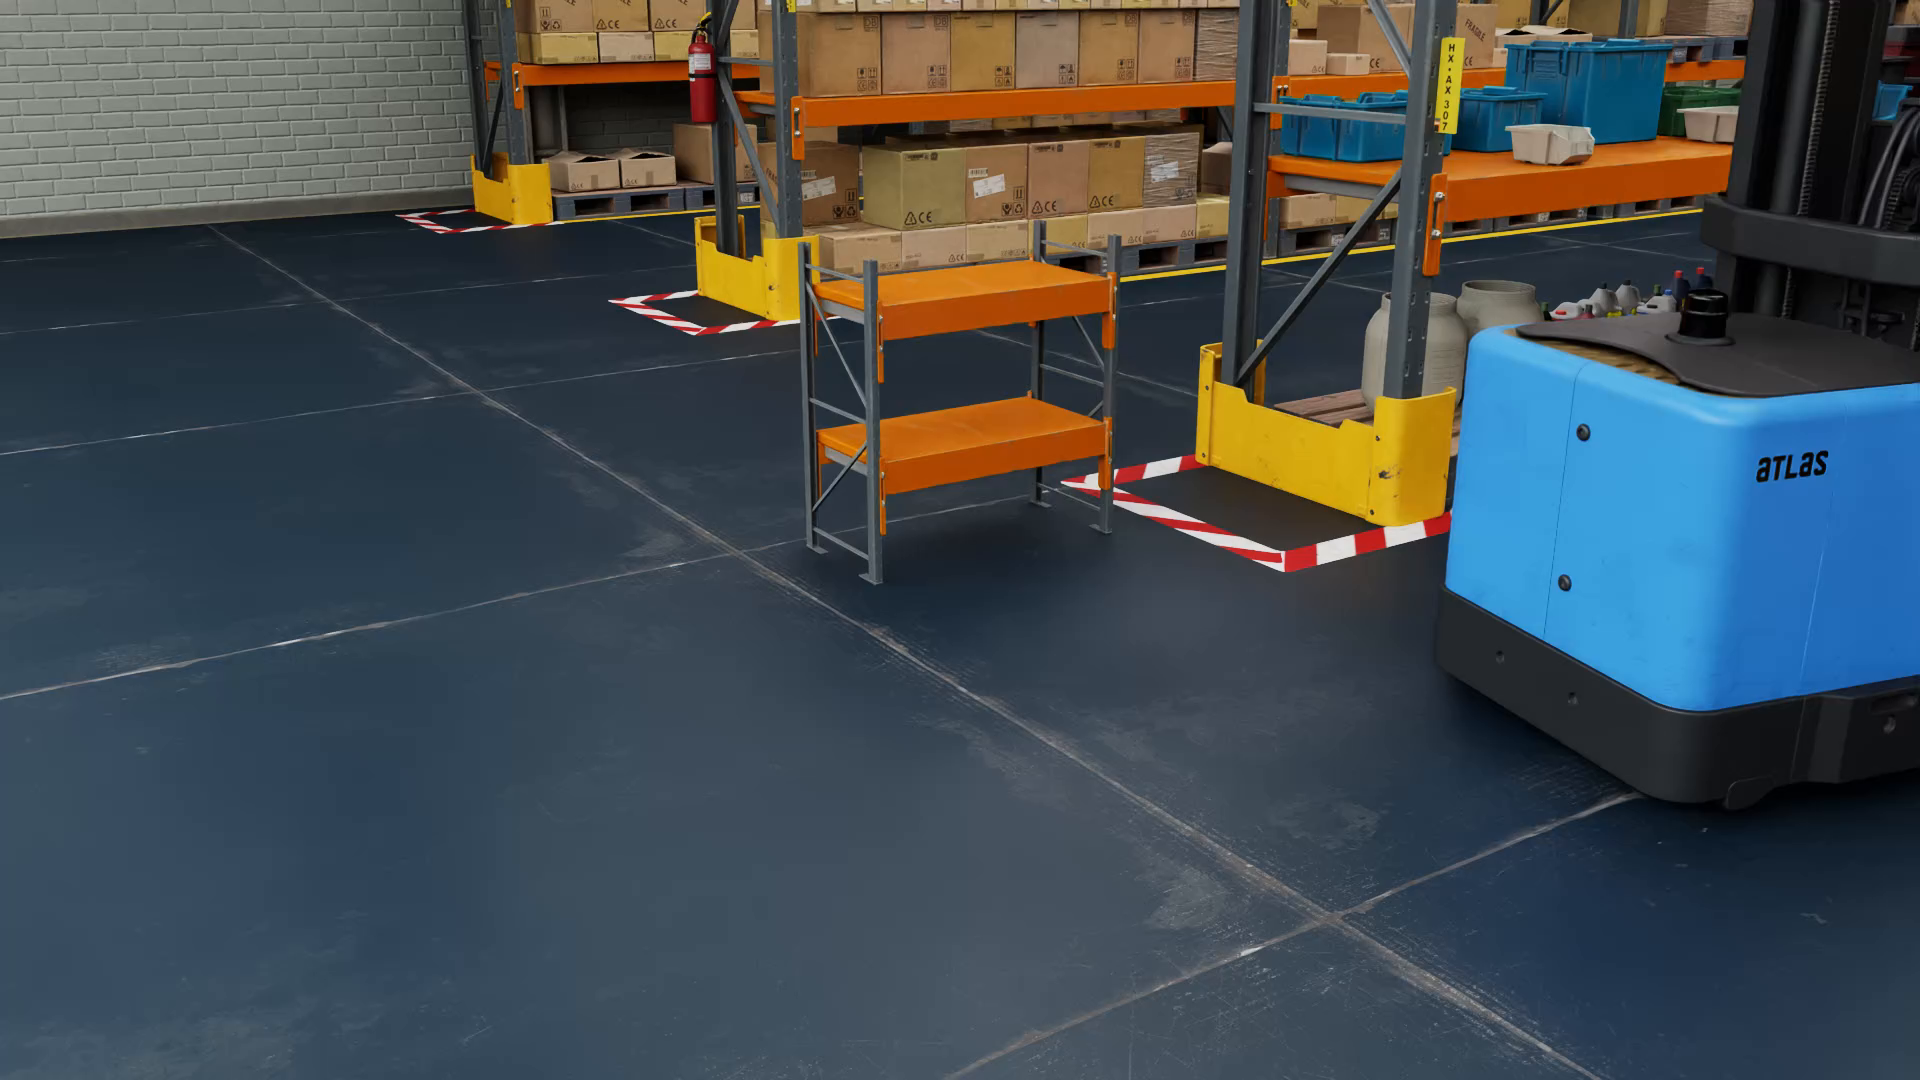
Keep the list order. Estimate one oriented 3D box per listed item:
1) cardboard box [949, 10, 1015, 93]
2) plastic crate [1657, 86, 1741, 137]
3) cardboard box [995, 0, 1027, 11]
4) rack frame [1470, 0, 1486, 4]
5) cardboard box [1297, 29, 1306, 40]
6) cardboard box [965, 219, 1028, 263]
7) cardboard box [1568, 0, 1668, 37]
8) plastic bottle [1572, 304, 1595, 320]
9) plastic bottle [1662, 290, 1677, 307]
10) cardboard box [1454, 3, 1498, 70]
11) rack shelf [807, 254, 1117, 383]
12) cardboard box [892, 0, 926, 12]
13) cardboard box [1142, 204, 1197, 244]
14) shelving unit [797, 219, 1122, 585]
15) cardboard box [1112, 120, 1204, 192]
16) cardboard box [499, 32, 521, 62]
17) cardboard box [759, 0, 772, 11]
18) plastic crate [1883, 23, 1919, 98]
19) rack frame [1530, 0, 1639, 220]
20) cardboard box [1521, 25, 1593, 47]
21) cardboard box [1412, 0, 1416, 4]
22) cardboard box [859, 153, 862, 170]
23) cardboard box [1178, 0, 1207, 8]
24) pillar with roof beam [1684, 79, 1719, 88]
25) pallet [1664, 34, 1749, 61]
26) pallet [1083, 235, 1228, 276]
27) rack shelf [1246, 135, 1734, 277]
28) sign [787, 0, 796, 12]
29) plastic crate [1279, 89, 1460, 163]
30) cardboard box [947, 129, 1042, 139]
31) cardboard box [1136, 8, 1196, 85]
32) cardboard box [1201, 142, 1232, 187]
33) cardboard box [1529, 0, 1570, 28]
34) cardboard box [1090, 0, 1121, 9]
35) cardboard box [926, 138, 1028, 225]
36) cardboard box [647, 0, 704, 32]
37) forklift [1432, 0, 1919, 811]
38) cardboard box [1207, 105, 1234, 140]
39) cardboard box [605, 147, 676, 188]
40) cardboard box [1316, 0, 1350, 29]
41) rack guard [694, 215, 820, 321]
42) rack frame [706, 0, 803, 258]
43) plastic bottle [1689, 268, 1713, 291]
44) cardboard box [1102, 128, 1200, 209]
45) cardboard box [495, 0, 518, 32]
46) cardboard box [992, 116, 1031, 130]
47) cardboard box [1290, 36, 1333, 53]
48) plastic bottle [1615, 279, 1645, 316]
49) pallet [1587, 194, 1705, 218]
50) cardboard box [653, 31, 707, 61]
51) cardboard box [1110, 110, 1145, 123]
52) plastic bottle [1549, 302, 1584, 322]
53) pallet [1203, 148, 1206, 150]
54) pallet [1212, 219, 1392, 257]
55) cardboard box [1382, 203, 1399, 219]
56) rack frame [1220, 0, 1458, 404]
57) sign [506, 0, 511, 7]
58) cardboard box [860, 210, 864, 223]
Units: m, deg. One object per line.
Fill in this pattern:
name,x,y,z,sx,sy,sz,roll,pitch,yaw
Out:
cardboard box,-0.038,-3.256,11.035,0.500,0.500,0.700,-12,22,-31
plastic crate,3.484,-2.065,7.999,0.662,0.188,0.450,-12,22,-31
cardboard box,0.232,-3.543,10.873,0.250,0.149,0.380,-12,22,-32
rack frame,6.006,-6.388,20.456,0.127,3.000,1.000,-12,22,-31
cardboard box,3.693,-5.713,18.821,0.250,0.149,0.380,-12,22,-32
cardboard box,0.115,-2.058,11.286,0.500,0.250,0.500,-12,22,-31
cardboard box,5.857,-4.746,14.788,0.700,0.500,0.500,14,23,35
plastic bottle,3.010,-0.995,8.059,0.133,0.283,0.061,-12,22,-31
plastic bottle,3.611,-1.144,8.519,0.097,0.271,0.097,0,19,0
cardboard box,4.000,-4.106,13.551,0.500,0.500,0.500,-13,23,-34
rack shelf,0.006,-0.811,5.974,1.000,0.278,0.538,-12,22,-31
cardboard box,-0.415,-3.407,10.469,0.250,0.149,0.380,-12,22,-31
cardboard box,1.362,-2.325,12.076,0.500,0.250,0.500,-12,22,-31
shelving unit,0.006,-0.534,6.068,1.048,1.125,0.538,-12,22,-31
cardboard box,1.492,-2.908,12.629,0.500,0.500,0.500,-12,22,-31
cardboard box,-3.733,-4.347,14.621,0.500,0.250,0.500,-12,22,-31
cardboard box,-1.074,-3.423,10.516,0.250,0.149,0.380,-12,22,-32
plastic crate,5.009,-2.526,8.933,0.583,0.464,0.402,-12,22,-31
rack frame,5.393,-4.359,14.454,0.127,3.000,1.000,-12,22,-31
cardboard box,5.065,-4.264,14.313,0.500,0.311,0.500,-10,21,-28
cardboard box,5.338,-6.344,19.675,0.500,0.500,0.500,-12,22,-31
cardboard box,-1.106,-3.743,16.368,0.250,0.166,0.380,-16,24,-38
cardboard box,1.518,-3.814,11.673,0.250,0.149,0.380,-13,22,-33
pillar with roof beam,13.493,-9.490,20.264,0.400,9.000,9.100,-12,22,-31
pallet,7.014,-4.612,15.502,1.213,0.211,1.003,-12,22,-31
pallet,1.365,-2.204,12.435,1.213,0.211,1.003,-12,22,-31
rack shelf,3.103,-1.636,7.522,4.000,0.370,1.077,-12,22,-31
sign,-0.989,-3.248,9.692,0.005,0.325,0.100,-12,22,-31
plastic crate,1.686,-1.722,6.886,0.616,0.251,0.499,-12,22,-31
cardboard box,0.241,-2.643,11.846,0.500,0.500,0.500,-12,22,-31
cardboard box,1.248,-3.527,11.838,0.500,0.500,0.700,-12,22,-32
cardboard box,2.232,-2.964,13.091,0.500,0.311,0.500,-12,22,-31
cardboard box,7.080,-6.748,21.053,0.700,0.700,0.980,-13,22,-33
cardboard box,0.881,-3.680,11.279,0.250,0.149,0.380,-11,22,-30
cardboard box,0.108,-2.416,11.175,0.500,0.500,0.500,-12,22,-31
cardboard box,-2.599,-4.745,14.629,0.500,0.500,0.500,-13,22,-33
forklift,2.981,-0.983,4.577,3.031,2.935,1.130,-7,20,-19
cardboard box,3.351,-4.958,18.928,0.750,0.750,0.750,-12,22,-32
cardboard box,-2.913,-3.407,15.150,0.500,0.311,0.500,-10,21,-27
cardboard box,4.069,-6.075,18.878,0.500,0.500,0.500,-12,22,-32
rack guard,-1.309,-1.761,10.674,0.348,0.500,1.175,-12,22,-31
rack frame,-1.289,-2.950,10.286,0.127,3.000,1.000,-12,22,-31
plastic bottle,3.871,-1.251,8.711,0.185,0.351,0.144,-11,22,-30
cardboard box,1.361,-2.681,11.957,0.500,0.500,0.500,-12,22,-31
cardboard box,-3.740,-4.708,14.518,0.500,0.500,0.500,-12,22,-32
cardboard box,0.334,-4.241,17.323,0.500,0.500,0.700,-12,22,-32
cardboard box,2.685,-3.795,12.995,0.258,0.266,0.396,-13,22,-33
plastic bottle,3.358,-1.143,8.391,0.185,0.351,0.144,-12,22,-32
pallet,6.037,-3.159,15.260,1.213,0.211,1.003,-12,22,-31
cardboard box,-2.580,-4.397,14.770,0.500,0.250,0.500,-12,22,-32
cardboard box,1.598,-4.507,18.109,0.500,0.500,0.700,-12,22,-31
plastic bottle,2.951,-1.020,8.144,0.135,0.276,0.152,-12,22,-31
pallet,2.012,-4.225,18.412,1.213,0.211,1.003,-12,22,-31
pallet,2.646,-2.473,13.231,1.213,0.211,1.003,-12,22,-31
cardboard box,3.384,-2.737,13.295,0.500,0.250,0.500,-13,22,-33
rack frame,1.432,-1.624,6.365,0.127,3.000,1.000,-12,22,-31
sign,-3.718,-4.539,13.636,0.005,0.325,0.100,-12,22,-31
cardboard box,-0.592,-2.111,11.442,0.500,0.250,0.500,-12,22,-31
